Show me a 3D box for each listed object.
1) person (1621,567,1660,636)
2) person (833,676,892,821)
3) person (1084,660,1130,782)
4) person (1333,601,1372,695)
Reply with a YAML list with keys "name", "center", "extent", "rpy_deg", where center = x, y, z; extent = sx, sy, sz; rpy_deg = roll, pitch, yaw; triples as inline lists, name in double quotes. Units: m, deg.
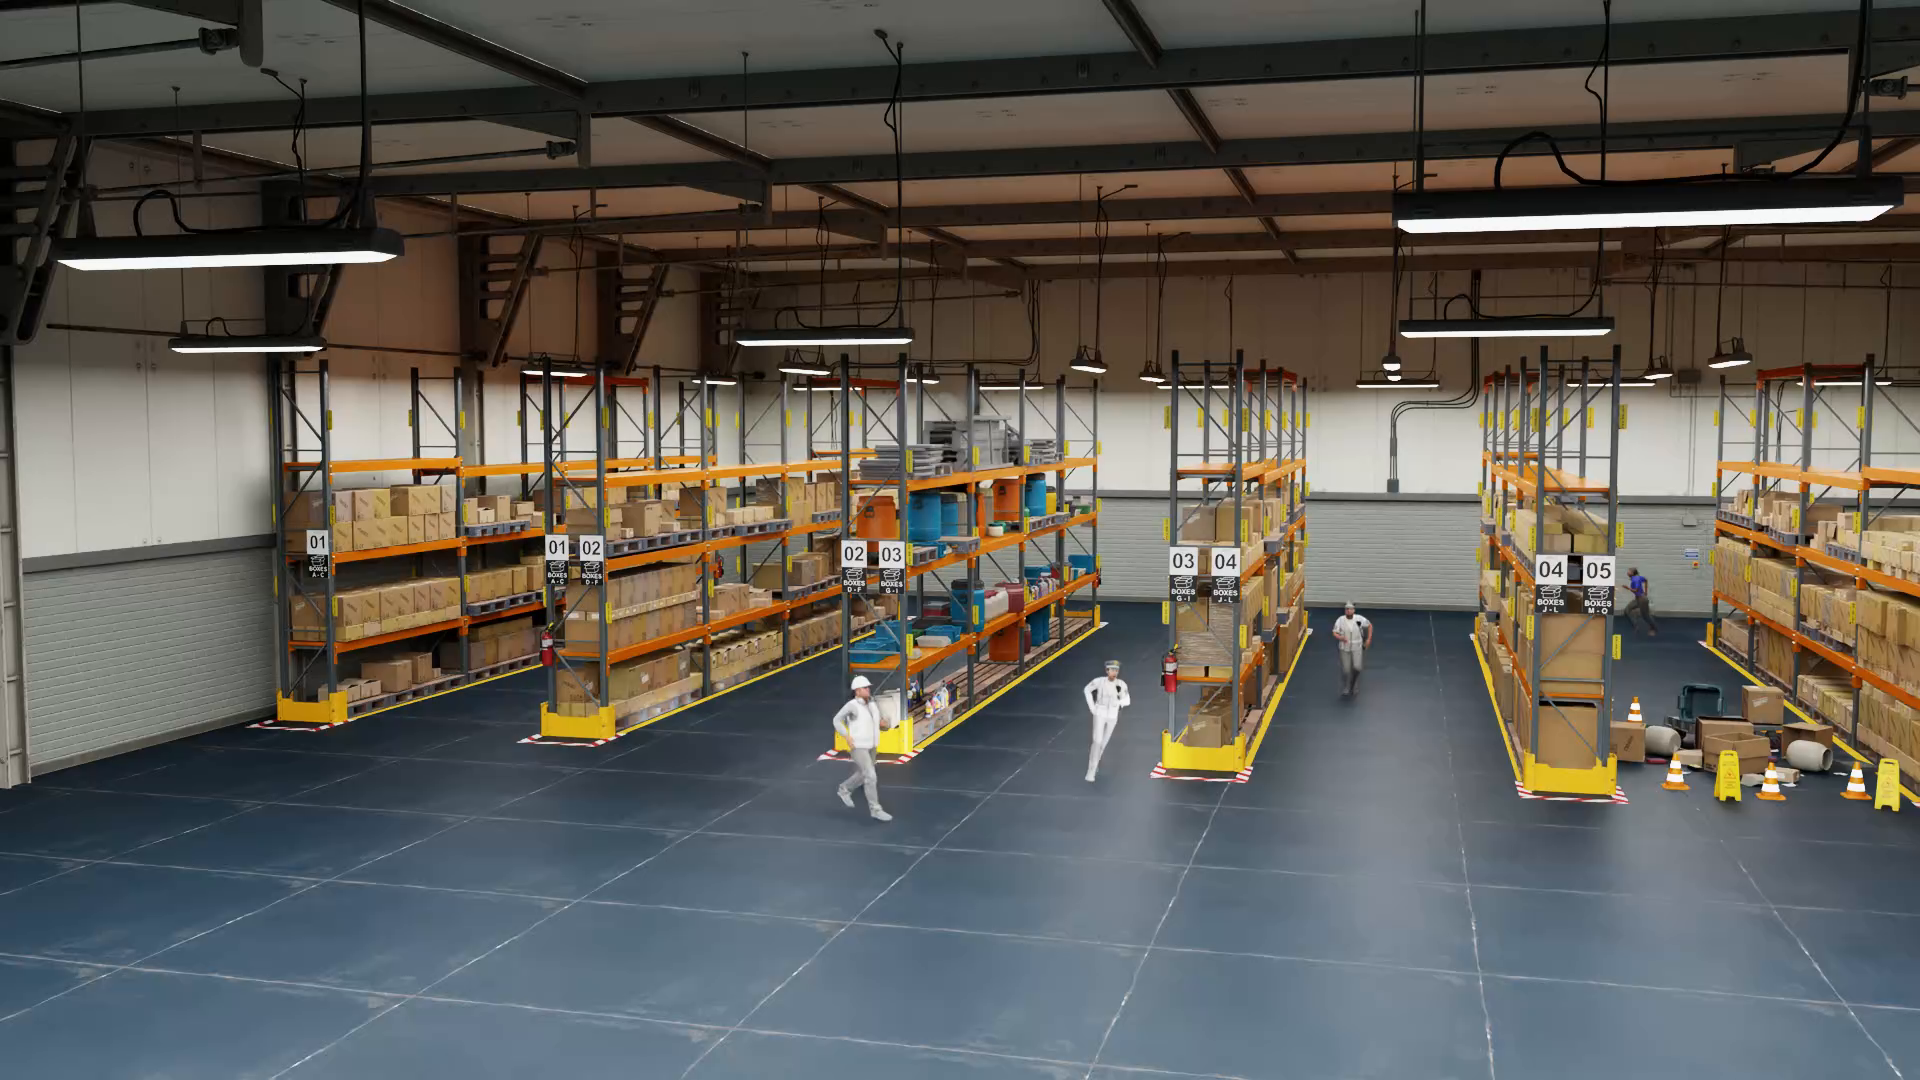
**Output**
- name: "person"
  center: [15.748, 1.434, 38.470]
  extent: [0.884, 1.591, 0.567]
  rpy_deg: [1, 4, 12]
- name: "person"
  center: [-1.210, 2.590, 20.915]
  extent: [0.949, 1.758, 0.656]
  rpy_deg: [3, 5, 35]
- name: "person"
  center: [2.050, 2.510, 23.383]
  extent: [0.645, 1.700, 0.702]
  rpy_deg: [0, 4, -5]
- name: "person"
  center: [7.083, 1.955, 30.047]
  extent: [0.685, 1.737, 0.822]
  rpy_deg: [1, 4, 16]
